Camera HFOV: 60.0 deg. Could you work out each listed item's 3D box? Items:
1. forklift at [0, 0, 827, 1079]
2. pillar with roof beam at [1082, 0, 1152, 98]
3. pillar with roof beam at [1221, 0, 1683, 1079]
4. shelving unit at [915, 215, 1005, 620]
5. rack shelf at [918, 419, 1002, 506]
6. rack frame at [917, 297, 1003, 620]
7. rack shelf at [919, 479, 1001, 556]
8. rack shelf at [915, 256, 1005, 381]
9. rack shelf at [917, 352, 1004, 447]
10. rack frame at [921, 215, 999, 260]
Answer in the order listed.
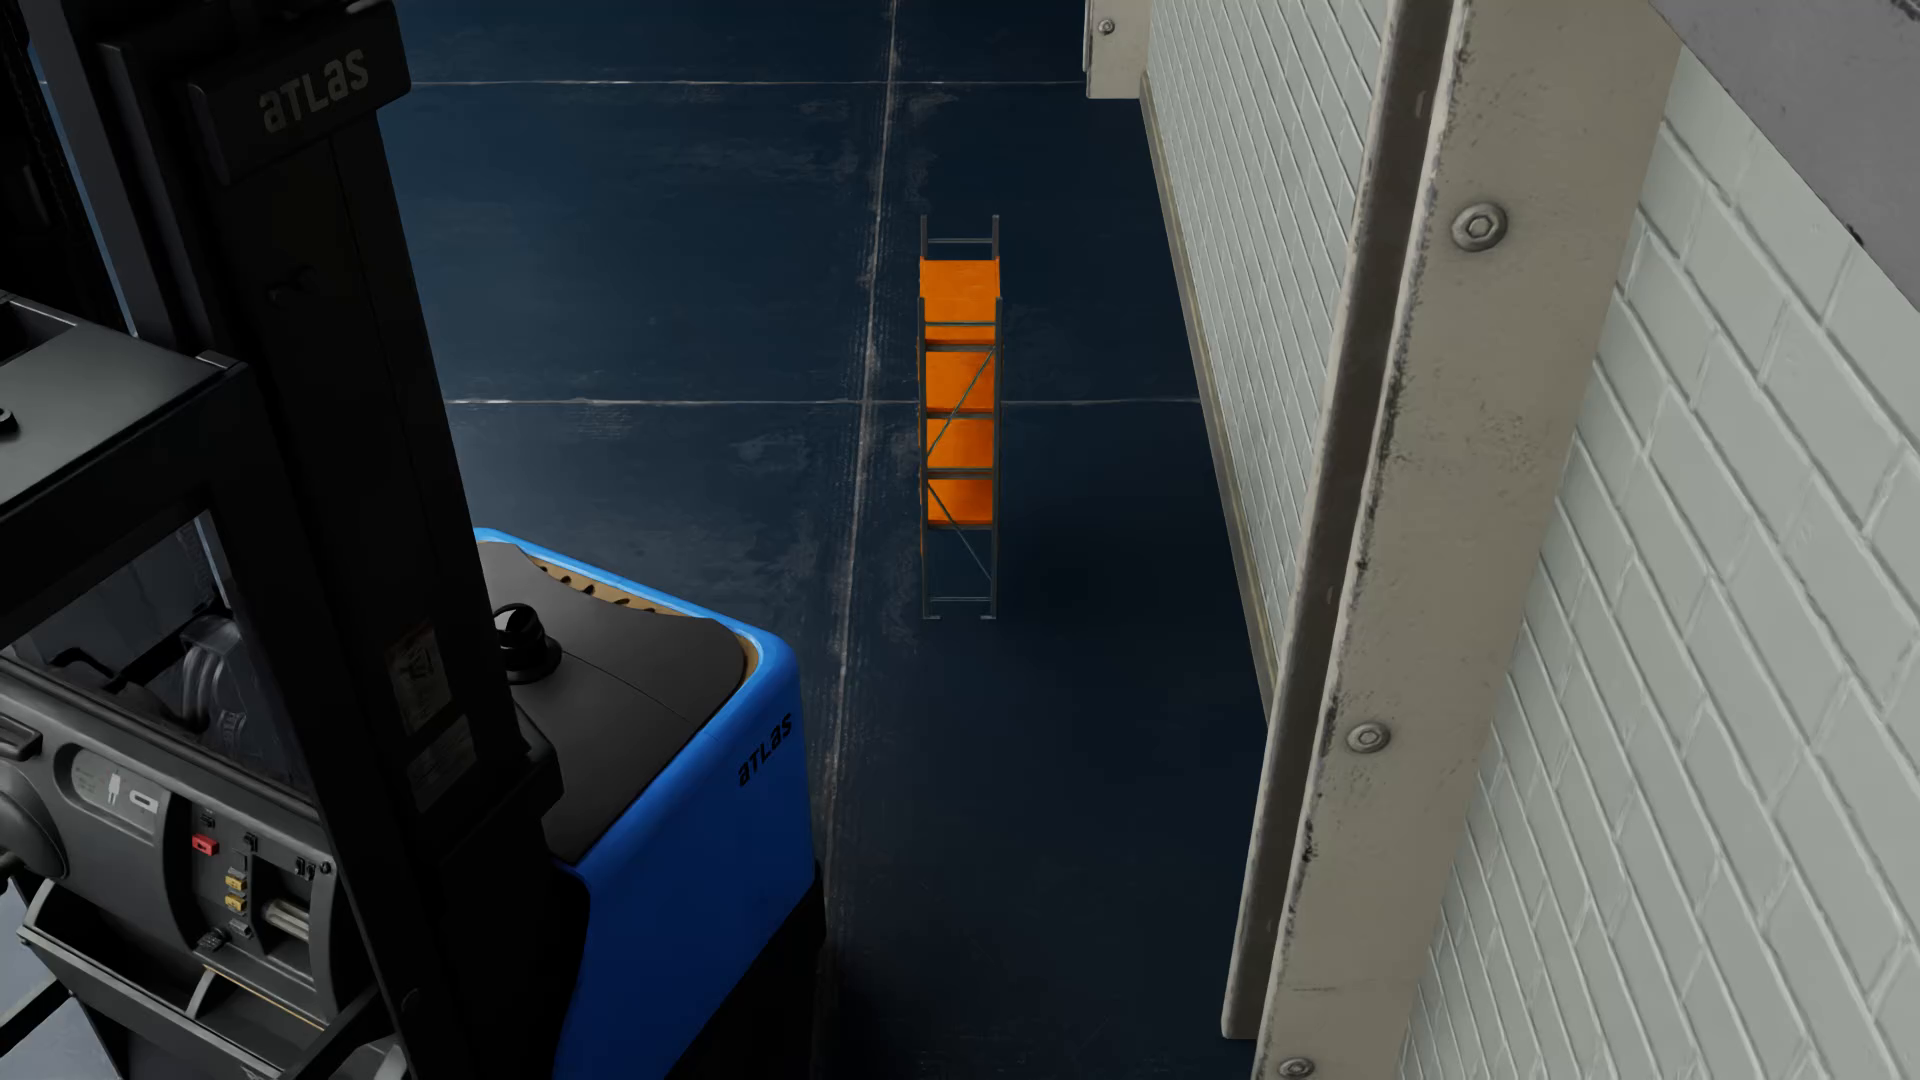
[{"bbox_3d":[-1.489,0.595,2.664,1.130,2.935,3.031,19,42,22],"label":"forklift"},{"bbox_3d":[-3.495,-5.919,5.940,9.100,9.000,0.400,0,39,0],"label":"pillar with roof beam"},{"bbox_3d":[-3.488,-2.167,1.258,9.100,9.000,0.400,0,39,0],"label":"pillar with roof beam"},{"bbox_3d":[0.000,-0.365,5.246,0.258,1.200,0.503,0,39,0],"label":"shelving unit"},{"bbox_3d":[0.000,-0.312,5.288,0.258,0.148,0.480,0,39,0],"label":"rack shelf"},{"bbox_3d":[0.000,-0.212,5.055,0.240,1.200,0.015,0,39,0],"label":"rack frame"},{"bbox_3d":[0.000,-0.157,5.412,0.258,0.148,0.480,0,39,0],"label":"rack shelf"},{"bbox_3d":[0.000,-0.671,5.000,0.258,0.148,0.480,0,39,0],"label":"rack shelf"},{"bbox_3d":[0.000,-0.487,5.148,0.258,0.148,0.480,0,39,0],"label":"rack shelf"},{"bbox_3d":[0.000,-0.517,5.436,0.240,1.200,0.015,0,39,0],"label":"rack frame"}]
